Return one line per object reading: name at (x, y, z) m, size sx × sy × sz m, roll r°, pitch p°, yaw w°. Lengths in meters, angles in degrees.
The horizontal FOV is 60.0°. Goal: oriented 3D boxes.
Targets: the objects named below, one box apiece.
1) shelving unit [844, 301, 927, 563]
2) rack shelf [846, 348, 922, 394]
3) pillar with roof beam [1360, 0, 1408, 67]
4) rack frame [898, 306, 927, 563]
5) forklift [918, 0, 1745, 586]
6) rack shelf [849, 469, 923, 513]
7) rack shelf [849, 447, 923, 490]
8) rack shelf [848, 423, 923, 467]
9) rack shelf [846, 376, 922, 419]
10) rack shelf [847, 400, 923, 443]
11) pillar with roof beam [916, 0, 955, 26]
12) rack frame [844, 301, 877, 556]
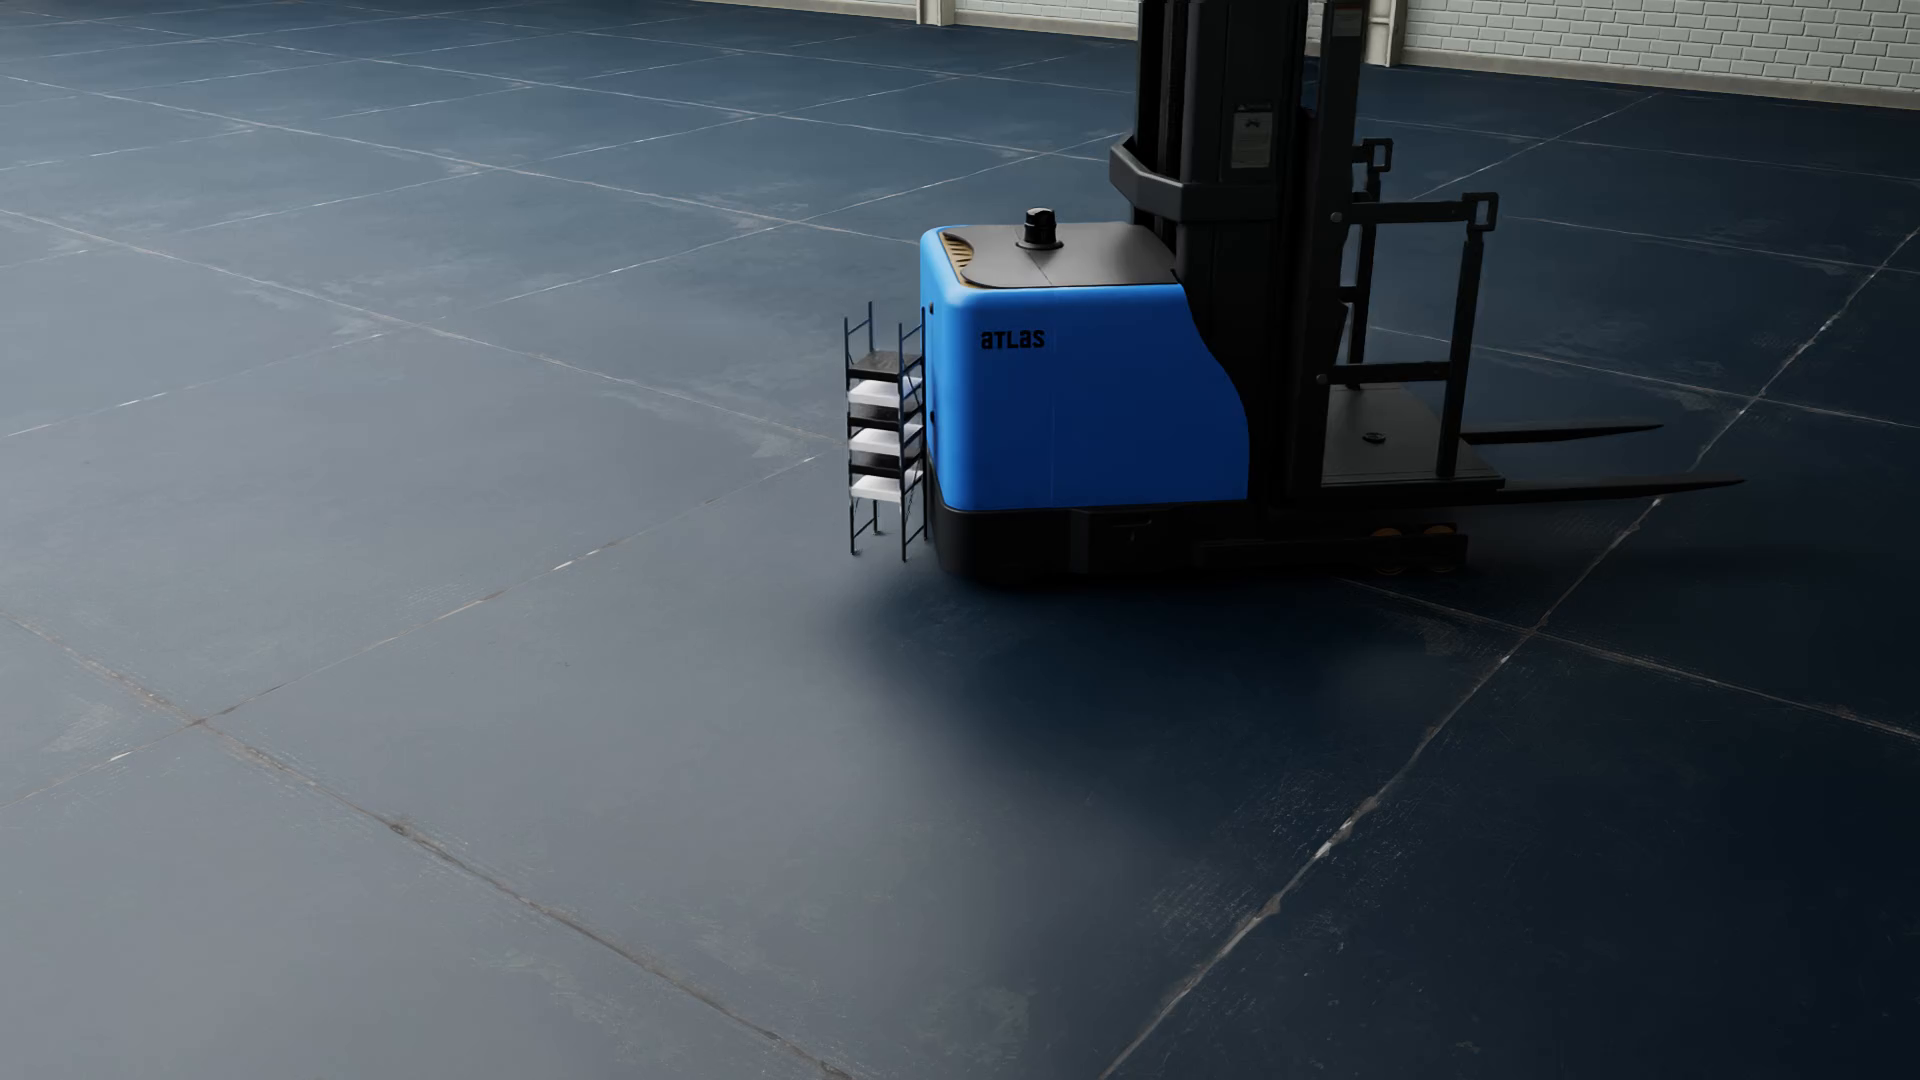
shelving unit at (-0.263, -0.386, 6.010) m, size 0.210 × 0.900 × 0.258 m, roll 8°, pitch 25°, yaw 18°
rack shelf at (-0.263, -0.603, 5.915) m, size 0.200 × 0.077 × 0.258 m, roll 8°, pitch 25°, yaw 18°
pillar with roof beam at (1.913, -7.849, 12.903) m, size 0.400 × 9.000 × 9.100 m, roll 17°, pitch 29°, yaw 33°
rack frame at (-0.167, -0.372, 5.978) m, size 0.006 × 0.900 × 0.240 m, roll 8°, pitch 25°, yaw 18°
forklift at (1.391, -1.424, 5.846) m, size 3.031 × 2.935 × 1.130 m, roll -3°, pitch 24°, yaw -6°
rack shelf at (-0.263, -0.191, 6.096) m, size 0.200 × 0.077 × 0.258 m, roll 8°, pitch 25°, yaw 18°
rack shelf at (-0.263, -0.273, 6.060) m, size 0.200 × 0.077 × 0.258 m, roll 8°, pitch 25°, yaw 18°
rack shelf at (-0.263, -0.356, 6.023) m, size 0.200 × 0.077 × 0.258 m, roll 8°, pitch 25°, yaw 18°
rack shelf at (-0.263, -0.520, 5.951) m, size 0.200 × 0.077 × 0.258 m, roll 8°, pitch 25°, yaw 18°
rack shelf at (-0.263, -0.438, 5.987) m, size 0.200 × 0.077 × 0.258 m, roll 8°, pitch 25°, yaw 18°
pillar with roof beam at (-2.888, -9.300, 16.196) m, size 0.400 × 9.000 × 9.100 m, roll 17°, pitch 29°, yaw 33°
rack frame at (-0.359, -0.400, 6.042) m, size 0.006 × 0.900 × 0.240 m, roll 8°, pitch 25°, yaw 18°
